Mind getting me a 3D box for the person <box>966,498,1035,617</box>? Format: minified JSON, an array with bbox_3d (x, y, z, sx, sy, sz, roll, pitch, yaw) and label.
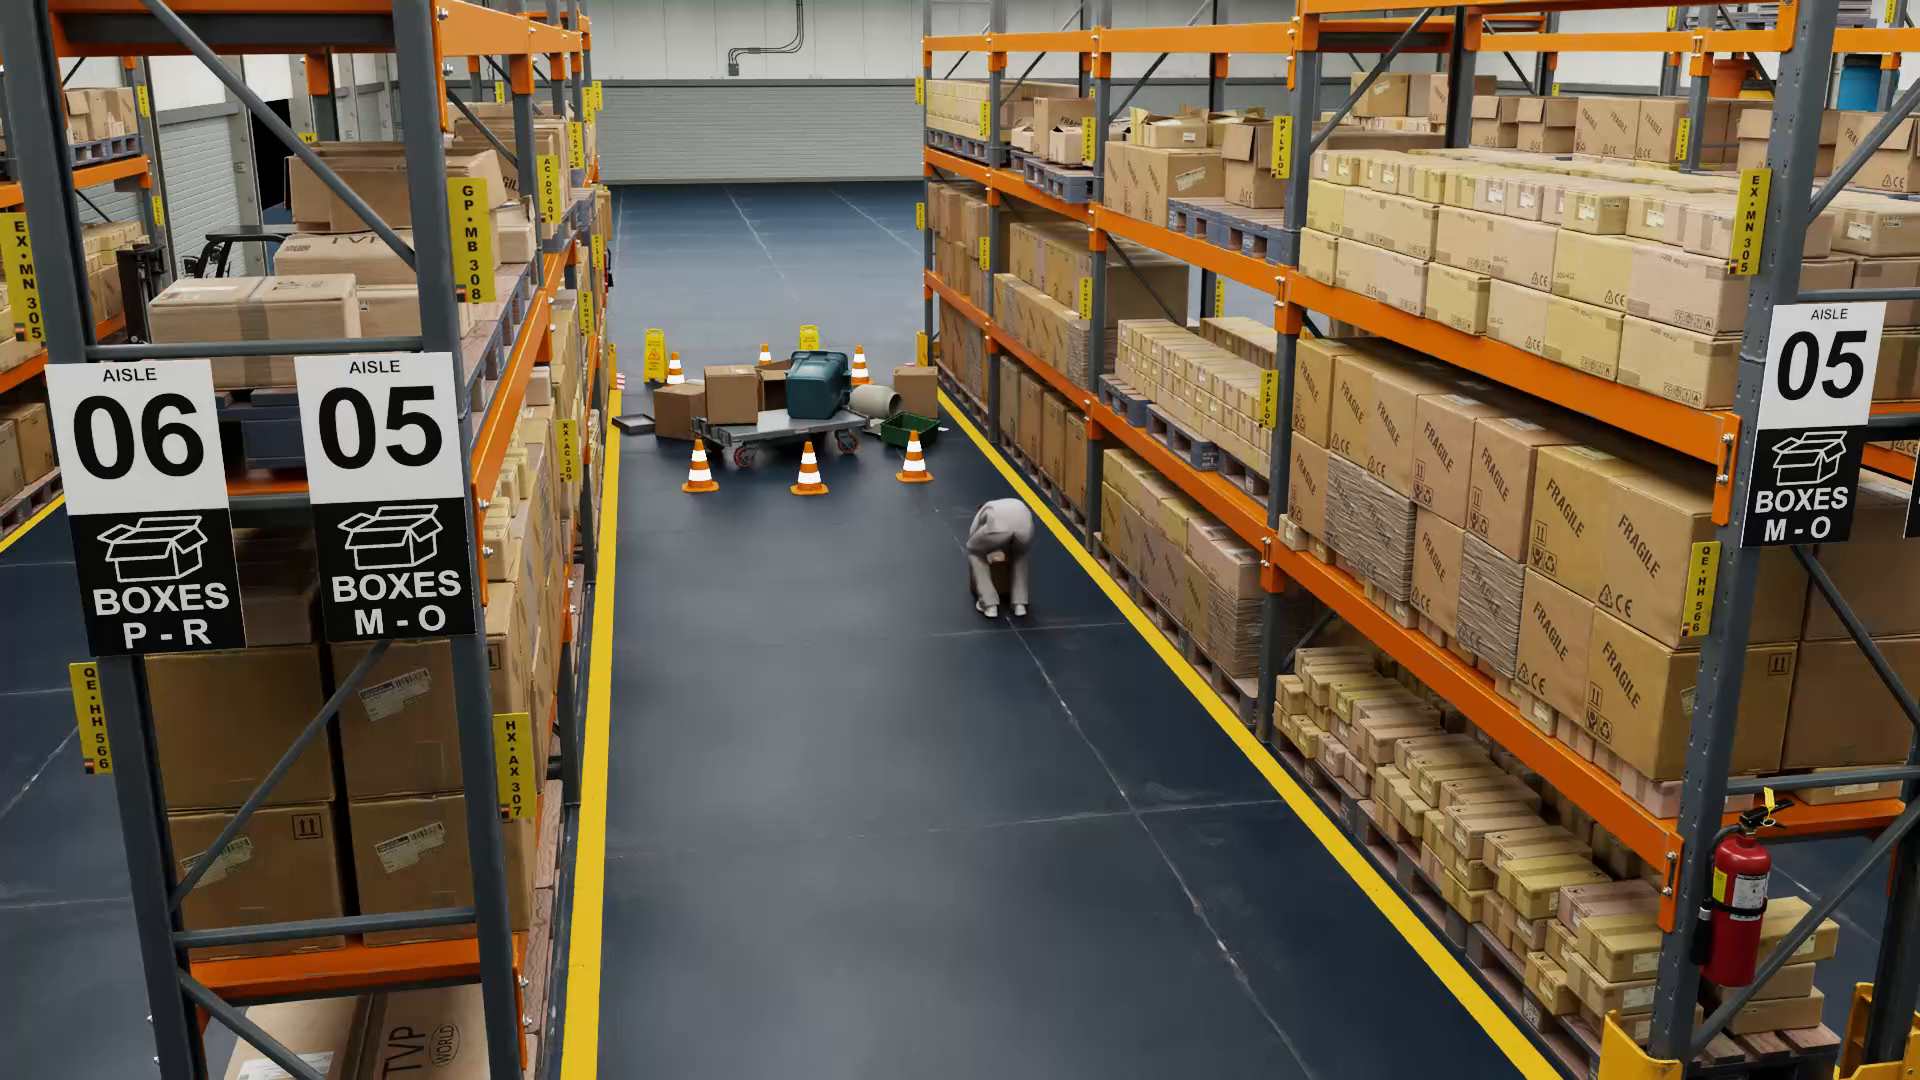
[{"bbox_3d":[0.280,0.074,12.238,0.476,0.852,0.852,-4,17,-13],"label":"person"}]
